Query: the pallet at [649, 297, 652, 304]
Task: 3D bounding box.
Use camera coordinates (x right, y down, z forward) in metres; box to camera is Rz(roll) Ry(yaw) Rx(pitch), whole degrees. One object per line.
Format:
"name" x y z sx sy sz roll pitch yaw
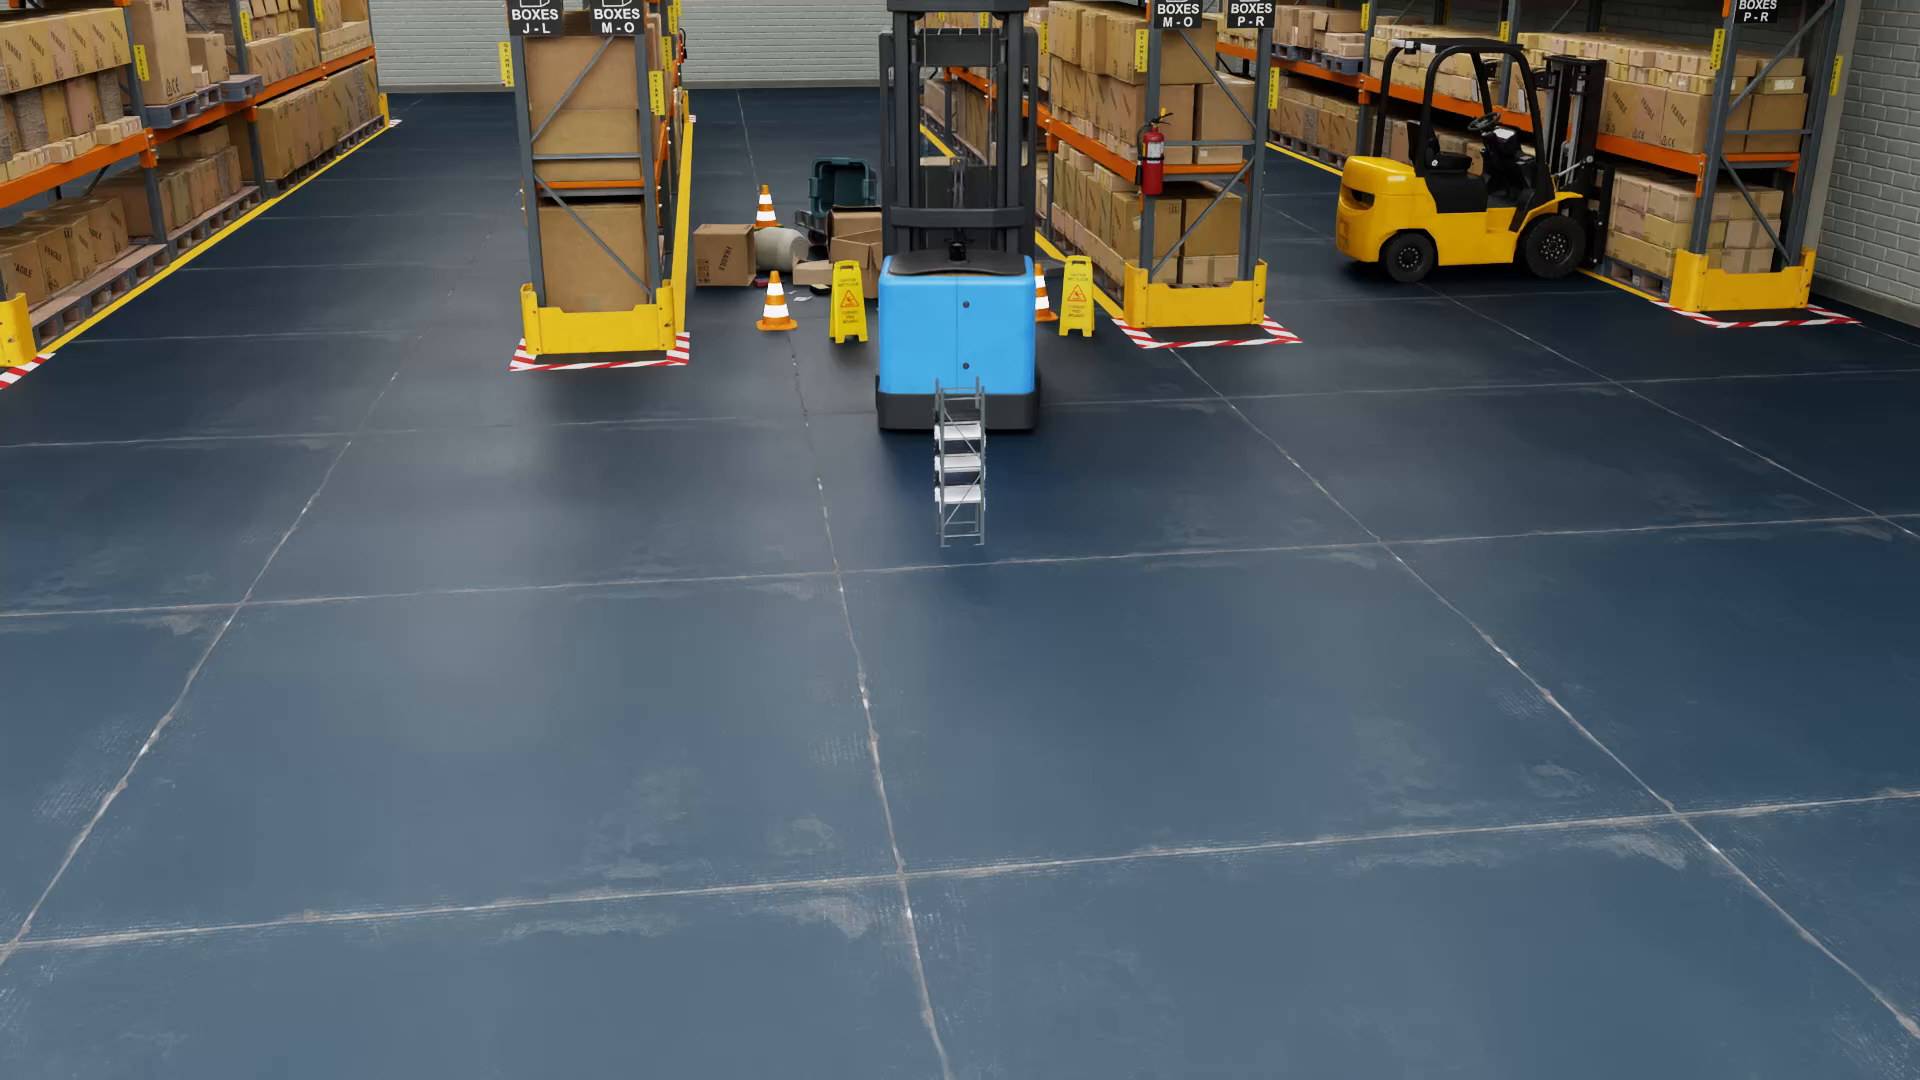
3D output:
"pallet" -3.071 -1.929 14.080 1.003 0.211 1.213 -3 21 -8

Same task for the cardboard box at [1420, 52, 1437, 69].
"cardboard box" 5.813 -5.736 19.786 0.500 0.250 0.500 -3 21 -7

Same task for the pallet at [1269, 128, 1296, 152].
"pallet" 5.341 -6.068 25.160 1.003 0.211 1.213 -3 21 -8

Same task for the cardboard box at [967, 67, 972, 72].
"cardboard box" 0.376 -6.460 22.440 0.500 0.250 0.500 -3 21 -8

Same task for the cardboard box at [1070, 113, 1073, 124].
"cardboard box" 1.313 -4.214 16.571 0.380 0.149 0.250 -3 21 -8

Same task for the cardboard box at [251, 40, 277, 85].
"cardboard box" -8.832 -5.925 20.649 0.500 0.500 0.500 -3 21 -9

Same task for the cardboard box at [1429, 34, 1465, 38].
"cardboard box" 5.743 -5.870 19.577 0.380 0.149 0.250 -3 21 -9

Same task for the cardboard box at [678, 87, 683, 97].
"cardboard box" -4.715 -7.299 27.095 0.380 0.149 0.250 -3 21 -9

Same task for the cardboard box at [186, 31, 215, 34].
"cardboard box" -8.837 -5.576 19.115 0.500 0.500 0.500 -6 21 -14

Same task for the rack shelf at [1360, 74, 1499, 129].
"rack shelf" 6.052 -5.239 19.985 1.077 0.370 4.000 -3 21 -8

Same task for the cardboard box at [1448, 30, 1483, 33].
"cardboard box" 6.201 -6.164 20.361 0.380 0.149 0.250 -3 21 -8

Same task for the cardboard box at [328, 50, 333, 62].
"cardboard box" -9.283 -6.995 24.016 0.380 0.149 0.250 -4 21 -10

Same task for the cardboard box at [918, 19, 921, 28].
"cardboard box" -0.416 -8.479 27.489 0.500 0.500 0.500 -3 21 -9

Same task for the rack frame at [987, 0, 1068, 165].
"rack frame" 0.852 -6.017 21.040 1.000 3.000 0.127 -3 21 -8

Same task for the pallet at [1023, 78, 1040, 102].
"pallet" 1.178 -5.244 19.244 1.003 0.211 1.213 -3 21 -8

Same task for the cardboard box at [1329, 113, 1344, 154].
"cardboard box" 5.428 -5.604 22.906 0.500 0.500 0.500 -3 21 -9

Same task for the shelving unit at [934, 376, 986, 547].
"shelving unit" -0.001 -0.424 9.066 0.258 0.900 0.210 -3 21 -8

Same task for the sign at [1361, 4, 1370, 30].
"sign" 5.228 -6.743 21.443 0.100 0.325 0.005 -3 21 -8

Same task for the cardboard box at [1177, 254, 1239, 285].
"cardboard box" 2.163 -2.449 14.816 0.500 0.250 0.500 -3 21 -8

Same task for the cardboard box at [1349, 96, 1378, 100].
"cardboard box" 5.757 -6.240 23.681 0.380 0.149 0.250 -3 21 -7

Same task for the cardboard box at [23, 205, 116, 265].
"cardboard box" -8.270 -2.820 15.451 0.500 0.500 0.500 4 21 9

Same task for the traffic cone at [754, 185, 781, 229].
"traffic cone" -2.154 -3.700 18.460 0.336 0.463 0.334 -3 21 -8

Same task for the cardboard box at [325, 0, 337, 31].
"cardboard box" -9.410 -7.672 24.188 0.500 0.500 0.500 -3 21 -8

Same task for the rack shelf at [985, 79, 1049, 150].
"rack shelf" 1.140 -4.988 19.311 1.077 0.370 4.000 -3 21 -8

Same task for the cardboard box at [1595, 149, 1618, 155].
"cardboard box" 6.690 -3.926 17.340 0.500 0.250 0.500 -3 21 -9

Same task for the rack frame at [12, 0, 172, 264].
"rack frame" -8.378 -4.132 15.993 1.000 3.000 0.127 -3 21 -8

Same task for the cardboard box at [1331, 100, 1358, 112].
"cardboard box" 5.384 -6.037 23.137 0.380 0.149 0.250 -2 21 -6

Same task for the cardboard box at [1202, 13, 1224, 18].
"cardboard box" 4.409 -8.937 28.647 0.500 0.250 0.500 -3 21 -7

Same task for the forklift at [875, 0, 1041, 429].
"forklift" -0.007 -2.565 11.894 1.130 2.935 3.031 0 20 0

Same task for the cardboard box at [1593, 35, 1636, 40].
"cardboard box" 6.731 -5.099 17.085 0.380 0.149 0.250 -3 21 -8

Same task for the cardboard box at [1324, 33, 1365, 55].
"cardboard box" 5.291 -6.744 22.600 0.500 0.250 0.500 -4 21 -10

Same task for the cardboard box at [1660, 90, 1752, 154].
"cardboard box" 6.586 -3.703 14.700 0.500 0.500 0.500 -3 21 -9

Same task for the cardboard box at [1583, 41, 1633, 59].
"cardboard box" 6.356 -4.807 16.303 0.380 0.149 0.250 -3 21 -8

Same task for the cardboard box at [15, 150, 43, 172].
"cardboard box" -7.730 -3.088 13.555 0.380 0.149 0.250 -3 21 -8

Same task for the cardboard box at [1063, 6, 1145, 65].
"cardboard box" 1.375 -4.770 15.704 0.700 0.500 0.500 -3 21 -9

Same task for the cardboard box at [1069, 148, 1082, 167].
"cardboard box" 1.281 -3.754 16.311 0.380 0.149 0.250 -2 21 -6

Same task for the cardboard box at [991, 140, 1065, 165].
"cardboard box" 0.924 -4.787 20.901 0.950 0.372 0.625 -4 21 -11

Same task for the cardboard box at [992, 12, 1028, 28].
"cardboard box" 0.688 -6.233 20.448 0.500 0.500 0.500 -4 21 -9

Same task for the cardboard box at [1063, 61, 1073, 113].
"cardboard box" 1.312 -4.479 16.354 0.500 0.500 0.500 -3 21 -8

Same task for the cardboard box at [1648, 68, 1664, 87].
"cardboard box" 6.522 -4.222 15.163 0.380 0.149 0.250 -3 21 -8

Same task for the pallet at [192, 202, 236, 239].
"pallet" -8.671 -3.519 18.336 1.003 0.211 1.213 -3 21 -8

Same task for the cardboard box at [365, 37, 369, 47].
"cardboard box" -9.691 -7.973 26.635 0.380 0.149 0.250 -3 21 -7

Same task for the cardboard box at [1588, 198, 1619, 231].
"cardboard box" 6.380 -3.146 15.969 0.500 0.250 0.500 -3 21 -9

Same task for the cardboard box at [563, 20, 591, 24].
"cardboard box" -3.216 -4.233 14.504 0.875 0.550 0.500 -3 21 -8

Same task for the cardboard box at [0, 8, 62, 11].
"cardboard box" -8.565 -4.618 15.297 0.500 0.500 0.500 -3 21 -8

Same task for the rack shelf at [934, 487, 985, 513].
"rack shelf" -0.001 -0.225 9.141 0.258 0.077 0.200 -3 21 -8

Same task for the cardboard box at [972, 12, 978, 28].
"cardboard box" 0.436 -6.875 21.766 0.500 0.500 0.500 -3 21 -7

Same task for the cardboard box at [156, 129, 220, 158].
"cardboard box" -8.742 -4.490 18.823 0.500 0.250 0.500 -1 20 -2

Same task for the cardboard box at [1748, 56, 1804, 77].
"cardboard box" 7.079 -4.116 14.454 0.380 0.149 0.250 -3 21 -9

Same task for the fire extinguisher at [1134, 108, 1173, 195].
"fire extinguisher" 1.566 -3.148 13.469 0.296 0.674 0.183 -3 21 -8

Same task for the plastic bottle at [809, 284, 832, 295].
"plastic bottle" -1.301 -2.315 15.327 0.133 0.061 0.283 -11 23 -26

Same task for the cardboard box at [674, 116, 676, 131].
"cardboard box" -3.892 -5.361 21.182 0.500 0.250 0.500 -4 21 -10

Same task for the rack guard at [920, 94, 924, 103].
"rack guard" -0.305 -7.624 28.915 1.175 0.500 0.348 -3 21 -8

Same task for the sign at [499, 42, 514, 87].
"sign" -3.418 -3.594 12.557 0.100 0.325 0.005 -3 21 -8
